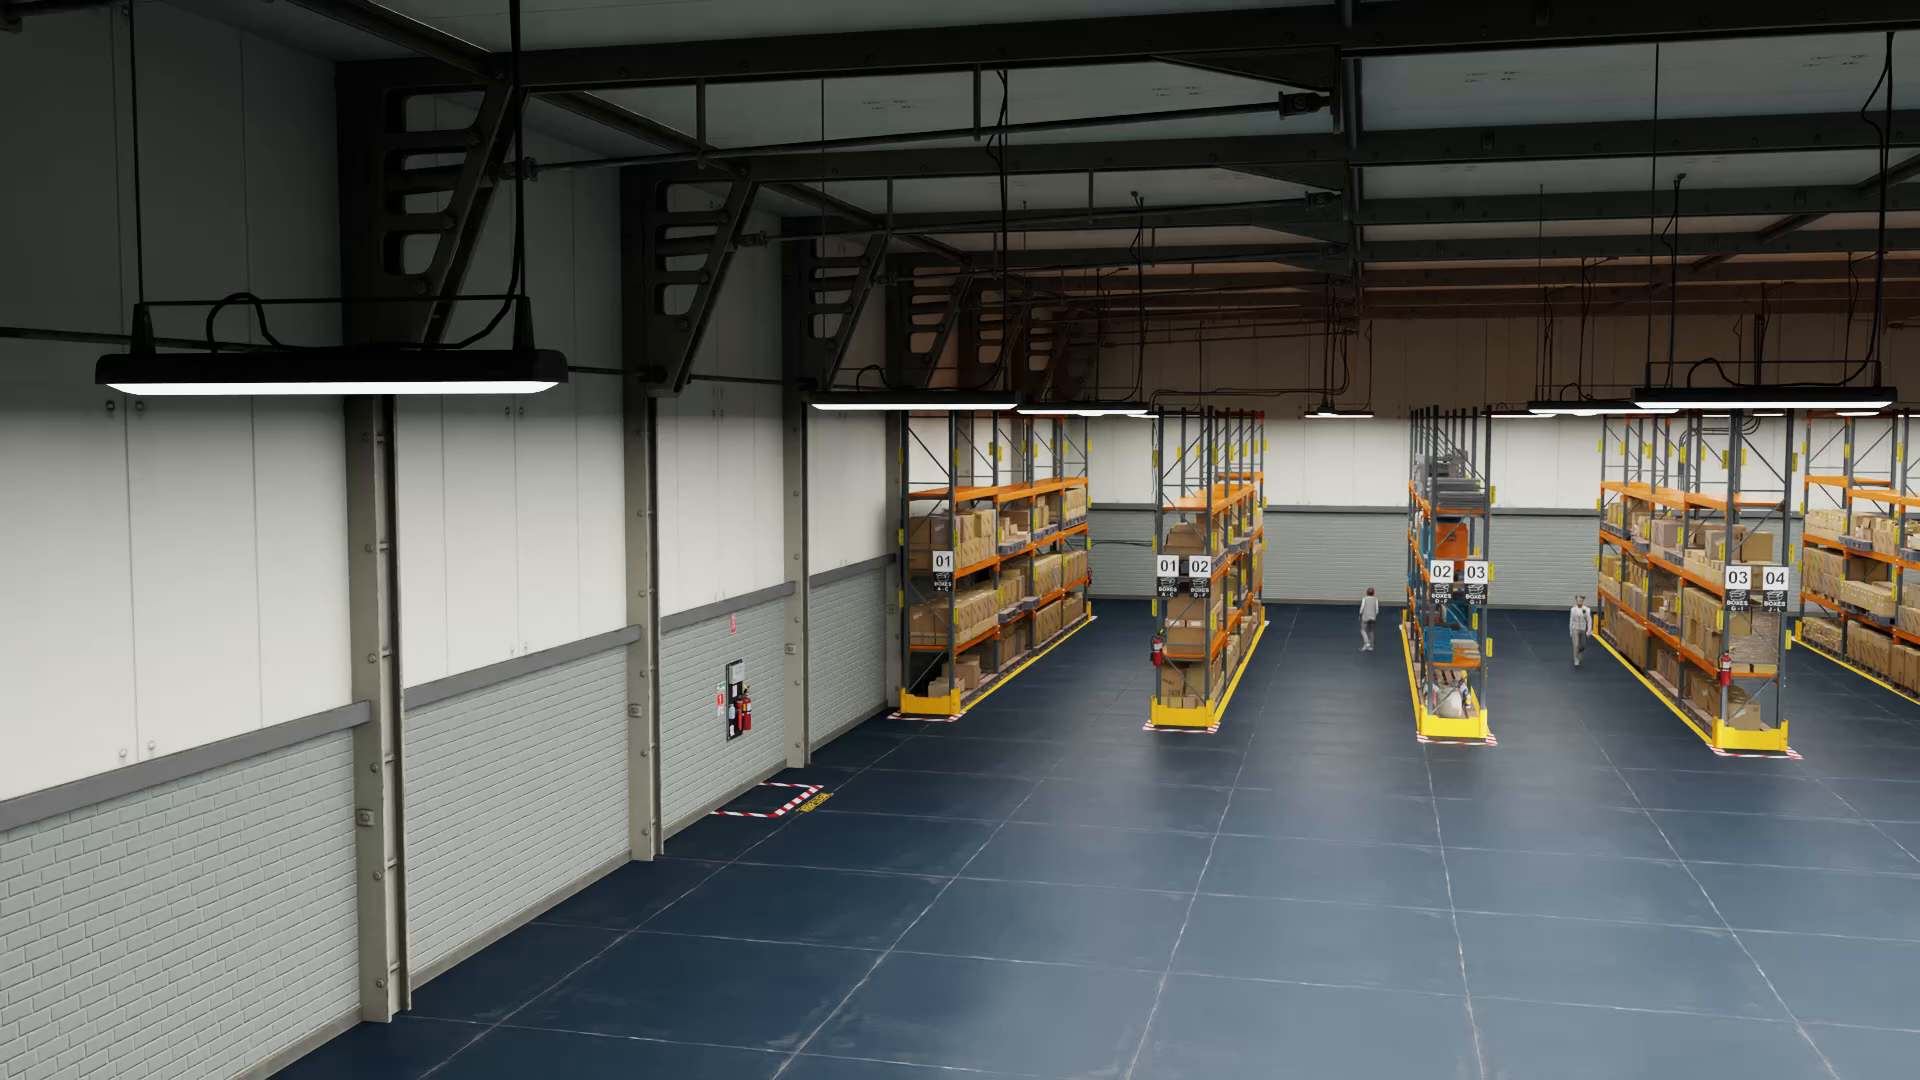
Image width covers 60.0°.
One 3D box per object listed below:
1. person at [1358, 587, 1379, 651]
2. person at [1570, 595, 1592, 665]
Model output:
[{"bbox_3d":[10.213,1.977,41.414,0.483,1.568,0.538,0,4,-2],"label":"person"},{"bbox_3d":[14.565,2.091,39.027,0.468,1.634,0.852,1,4,12],"label":"person"}]
